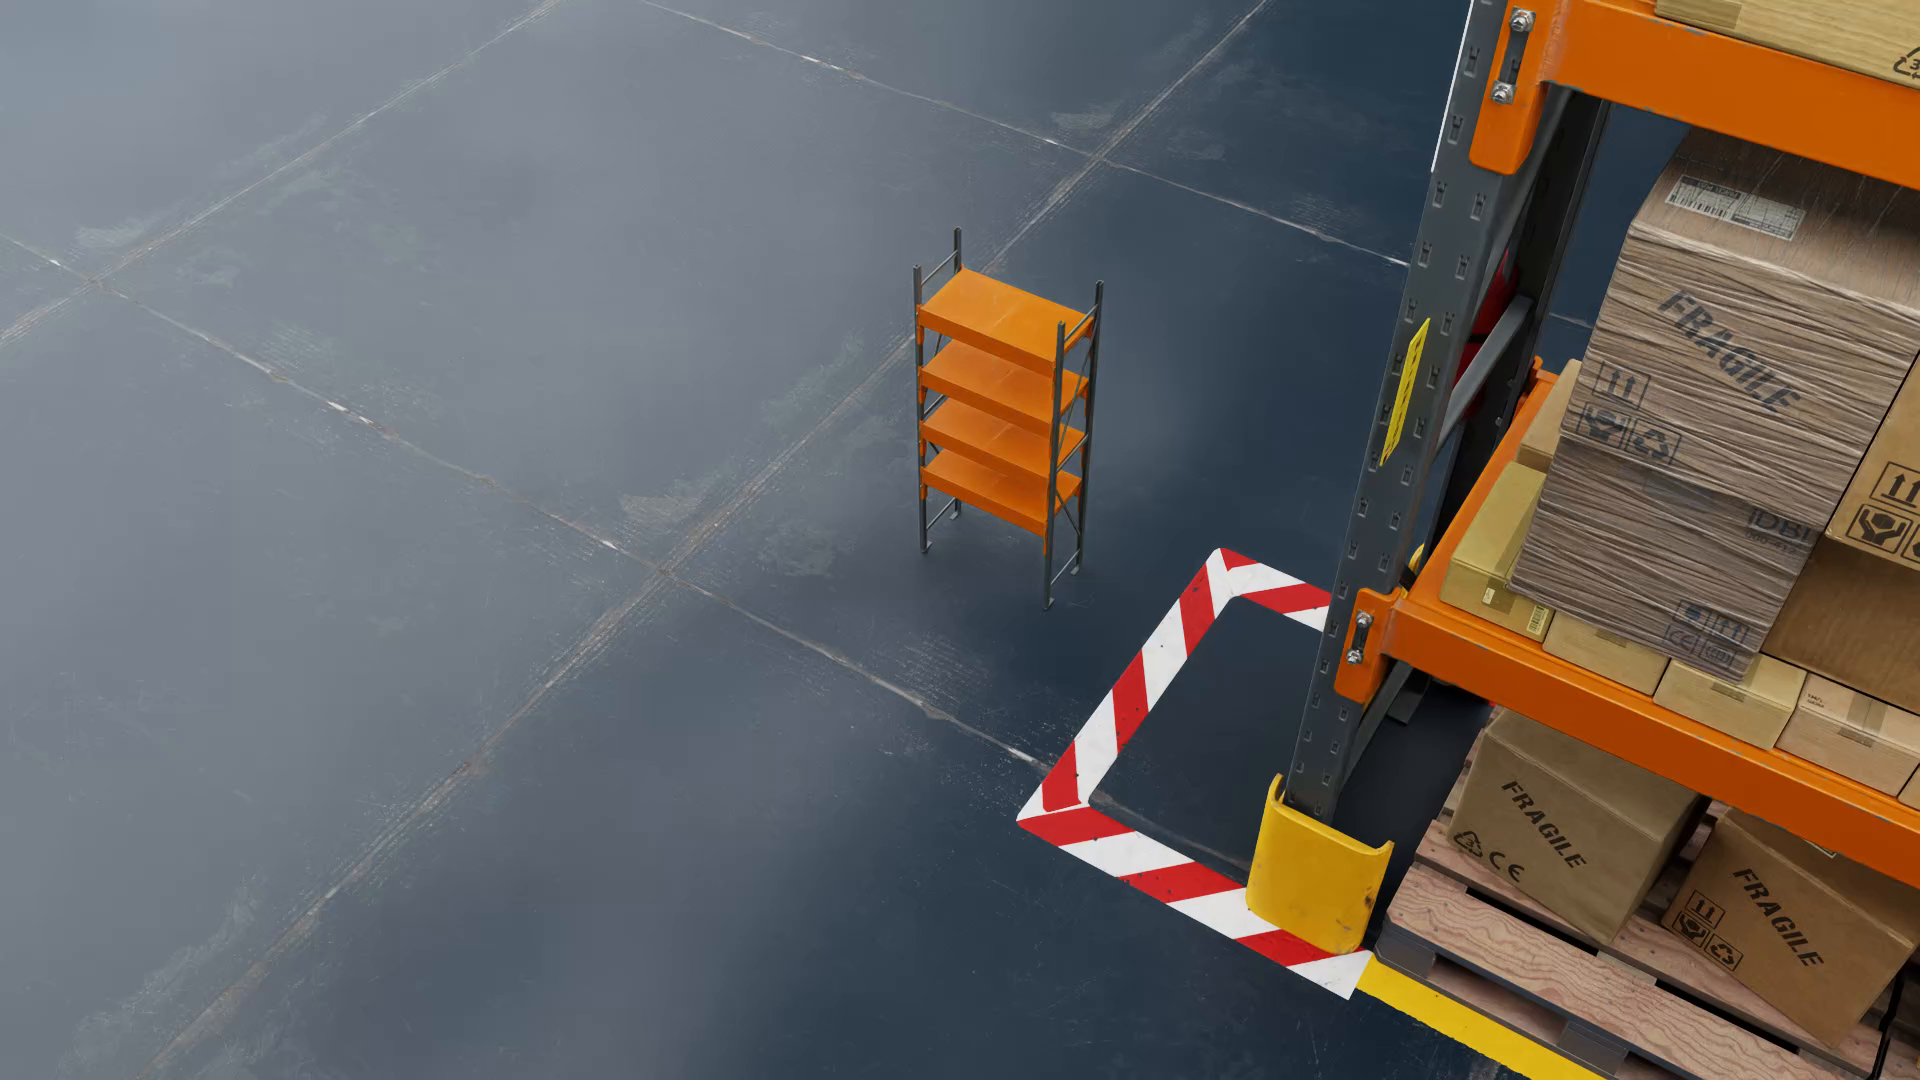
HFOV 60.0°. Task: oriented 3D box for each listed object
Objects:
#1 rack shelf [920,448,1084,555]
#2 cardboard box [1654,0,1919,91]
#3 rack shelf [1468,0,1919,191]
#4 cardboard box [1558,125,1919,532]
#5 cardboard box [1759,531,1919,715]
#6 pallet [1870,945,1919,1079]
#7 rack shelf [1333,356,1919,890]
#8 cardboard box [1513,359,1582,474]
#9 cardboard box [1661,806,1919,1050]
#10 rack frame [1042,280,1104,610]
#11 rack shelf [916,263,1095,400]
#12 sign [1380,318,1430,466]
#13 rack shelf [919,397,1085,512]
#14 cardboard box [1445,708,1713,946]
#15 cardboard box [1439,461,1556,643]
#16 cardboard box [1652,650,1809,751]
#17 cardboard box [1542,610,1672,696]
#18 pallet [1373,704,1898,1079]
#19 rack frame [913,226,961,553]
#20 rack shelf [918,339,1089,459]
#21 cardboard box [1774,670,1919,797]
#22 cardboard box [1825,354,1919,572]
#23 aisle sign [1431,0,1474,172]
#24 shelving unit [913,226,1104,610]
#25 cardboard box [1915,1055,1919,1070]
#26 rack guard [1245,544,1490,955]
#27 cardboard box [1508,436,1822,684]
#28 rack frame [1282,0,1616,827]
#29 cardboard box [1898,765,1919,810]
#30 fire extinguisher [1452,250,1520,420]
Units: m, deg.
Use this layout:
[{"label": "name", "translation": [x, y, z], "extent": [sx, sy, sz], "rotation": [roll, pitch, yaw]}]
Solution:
[{"label": "rack shelf", "translation": [0.139, -0.169, 5.448], "extent": [0.480, 0.148, 0.258], "rotation": [25, 51, 22]}, {"label": "cardboard box", "translation": [1.452, -0.971, 2.615], "extent": [0.500, 0.250, 0.500], "rotation": [26, 51, 23]}, {"label": "rack shelf", "translation": [2.870, -0.341, 2.399], "extent": [4.000, 0.370, 1.077], "rotation": [25, 51, 22]}, {"label": "cardboard box", "translation": [1.502, -0.430, 3.102], "extent": [0.500, 0.500, 0.500], "rotation": [25, 51, 22]}, {"label": "cardboard box", "translation": [2.120, -0.108, 3.486], "extent": [0.500, 0.500, 0.875], "rotation": [25, 51, 22]}, {"label": "pallet", "translation": [2.938, 1.490, 4.155], "extent": [1.213, 0.211, 1.003], "rotation": [25, 51, 22]}, {"label": "rack shelf", "translation": [2.870, 0.705, 3.475], "extent": [4.000, 0.370, 1.077], "rotation": [25, 51, 22]}, {"label": "cardboard box", "translation": [1.538, -0.247, 4.074], "extent": [0.250, 0.149, 0.380], "rotation": [25, 51, 22]}, {"label": "cardboard box", "translation": [2.225, 0.867, 4.266], "extent": [0.500, 0.500, 0.500], "rotation": [-33, 54, -28]}, {"label": "rack frame", "translation": [0.345, -0.260, 5.166], "extent": [0.015, 1.200, 0.240], "rotation": [25, 51, 22]}, {"label": "rack shelf", "translation": [0.139, -0.628, 4.976], "extent": [0.480, 0.148, 0.258], "rotation": [25, 51, 22]}, {"label": "sign", "translation": [0.894, -0.294, 3.341], "extent": [0.005, 0.325, 0.100], "rotation": [25, 51, 22]}, {"label": "rack shelf", "translation": [0.139, -0.307, 5.306], "extent": [0.480, 0.148, 0.258], "rotation": [25, 51, 22]}, {"label": "cardboard box", "translation": [1.703, 0.656, 4.471], "extent": [0.500, 0.500, 0.500], "rotation": [34, 55, 29]}, {"label": "cardboard box", "translation": [1.298, 0.022, 3.813], "extent": [0.250, 0.149, 0.380], "rotation": [25, 51, 22]}, {"label": "cardboard box", "translation": [1.700, 0.236, 3.604], "extent": [0.250, 0.149, 0.380], "rotation": [25, 51, 22]}, {"label": "cardboard box", "translation": [1.498, 0.130, 3.707], "extent": [0.250, 0.149, 0.380], "rotation": [25, 51, 22]}, {"label": "pallet", "translation": [1.915, 1.017, 4.615], "extent": [1.213, 0.211, 1.003], "rotation": [25, 51, 22]}, {"label": "rack frame", "translation": [-0.066, -0.449, 5.349], "extent": [0.015, 1.200, 0.240], "rotation": [25, 51, 22]}, {"label": "rack shelf", "translation": [0.139, -0.463, 5.145], "extent": [0.480, 0.148, 0.258], "rotation": [25, 51, 22]}, {"label": "cardboard box", "translation": [1.922, 0.320, 3.523], "extent": [0.250, 0.149, 0.380], "rotation": [25, 51, 22]}, {"label": "cardboard box", "translation": [1.919, -0.232, 2.909], "extent": [0.500, 0.500, 0.500], "rotation": [25, 51, 22]}, {"label": "aisle sign", "translation": [0.972, -1.069, 2.885], "extent": [0.004, 0.787, 0.394], "rotation": [25, 51, 22]}, {"label": "shelving unit", "translation": [0.139, -0.354, 5.257], "extent": [0.503, 1.200, 0.258], "rotation": [25, 51, 22]}, {"label": "cardboard box", "translation": [2.741, 1.121, 4.019], "extent": [0.500, 0.500, 0.500], "rotation": [29, 53, 25]}, {"label": "rack guard", "translation": [1.250, 0.580, 4.838], "extent": [0.348, 0.500, 1.175], "rotation": [25, 51, 22]}, {"label": "cardboard box", "translation": [1.635, -0.229, 3.604], "extent": [0.500, 0.500, 0.875], "rotation": [25, 51, 22]}, {"label": "rack frame", "translation": [1.186, -0.320, 3.970], "extent": [0.127, 3.000, 1.000], "rotation": [25, 51, 22]}, {"label": "cardboard box", "translation": [2.128, 0.421, 3.424], "extent": [0.250, 0.149, 0.380], "rotation": [25, 51, 22]}, {"label": "fire extinguisher", "translation": [1.339, -0.616, 4.311], "extent": [0.183, 0.674, 0.296], "rotation": [25, 51, 22]}]
